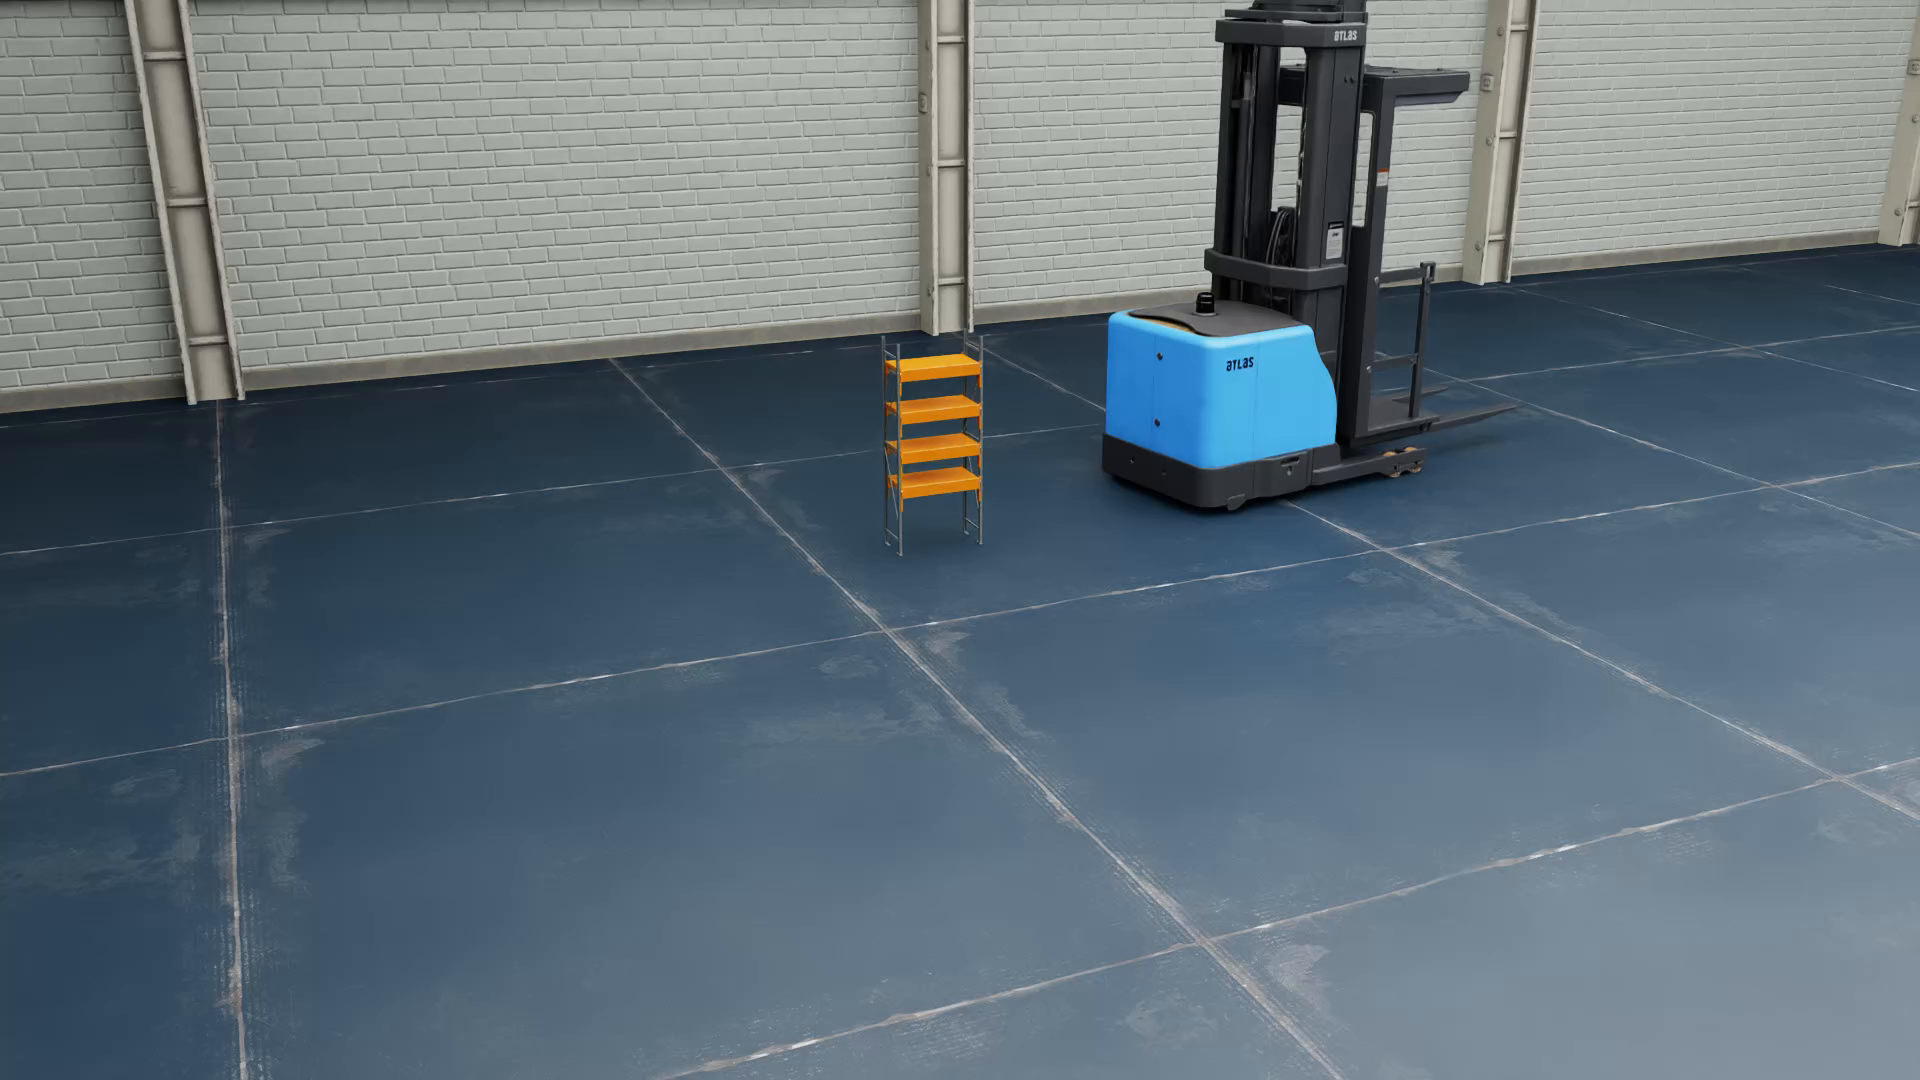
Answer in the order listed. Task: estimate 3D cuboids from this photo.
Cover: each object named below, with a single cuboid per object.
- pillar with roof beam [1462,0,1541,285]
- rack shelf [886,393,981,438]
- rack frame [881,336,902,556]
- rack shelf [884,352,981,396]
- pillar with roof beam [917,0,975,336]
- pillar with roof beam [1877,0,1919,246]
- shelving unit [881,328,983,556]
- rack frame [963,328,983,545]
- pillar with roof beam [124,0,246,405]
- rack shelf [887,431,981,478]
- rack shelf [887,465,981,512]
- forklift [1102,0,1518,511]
[{"bbox_3d":[7.097,-5.590,11.850,0.400,9.000,9.100,-8,21,-22],"label":"pillar with roof beam"},{"bbox_3d":[-0.152,-0.692,9.209,0.480,0.148,0.258,-8,21,-22],"label":"rack shelf"},{"bbox_3d":[-0.376,-0.512,9.170,0.015,1.200,0.240,-8,21,-22],"label":"rack frame"},{"bbox_3d":[-0.152,-0.915,9.130,0.480,0.148,0.258,-8,21,-22],"label":"rack shelf"},{"bbox_3d":[1.587,-4.801,9.608,0.400,9.000,9.100,-8,21,-22],"label":"pillar with roof beam"},{"bbox_3d":[12.606,-6.380,14.091,0.400,9.000,9.100,-8,21,-22],"label":"pillar with roof beam"},{"bbox_3d":[-0.152,-0.544,9.261,0.503,1.200,0.258,-8,21,-22],"label":"shelving unit"},{"bbox_3d":[0.072,-0.576,9.352,0.015,1.200,0.240,-8,21,-22],"label":"rack frame"},{"bbox_3d":[-3.922,-4.012,7.366,0.400,9.000,9.100,-8,21,-22],"label":"pillar with roof beam"},{"bbox_3d":[-0.152,-0.481,9.283,0.480,0.148,0.258,-8,21,-22],"label":"rack shelf"},{"bbox_3d":[-0.152,-0.293,9.349,0.480,0.148,0.258,-8,21,-22],"label":"rack shelf"},{"bbox_3d":[2.415,-1.914,10.545,3.031,2.935,1.130,-12,23,-31],"label":"forklift"}]
